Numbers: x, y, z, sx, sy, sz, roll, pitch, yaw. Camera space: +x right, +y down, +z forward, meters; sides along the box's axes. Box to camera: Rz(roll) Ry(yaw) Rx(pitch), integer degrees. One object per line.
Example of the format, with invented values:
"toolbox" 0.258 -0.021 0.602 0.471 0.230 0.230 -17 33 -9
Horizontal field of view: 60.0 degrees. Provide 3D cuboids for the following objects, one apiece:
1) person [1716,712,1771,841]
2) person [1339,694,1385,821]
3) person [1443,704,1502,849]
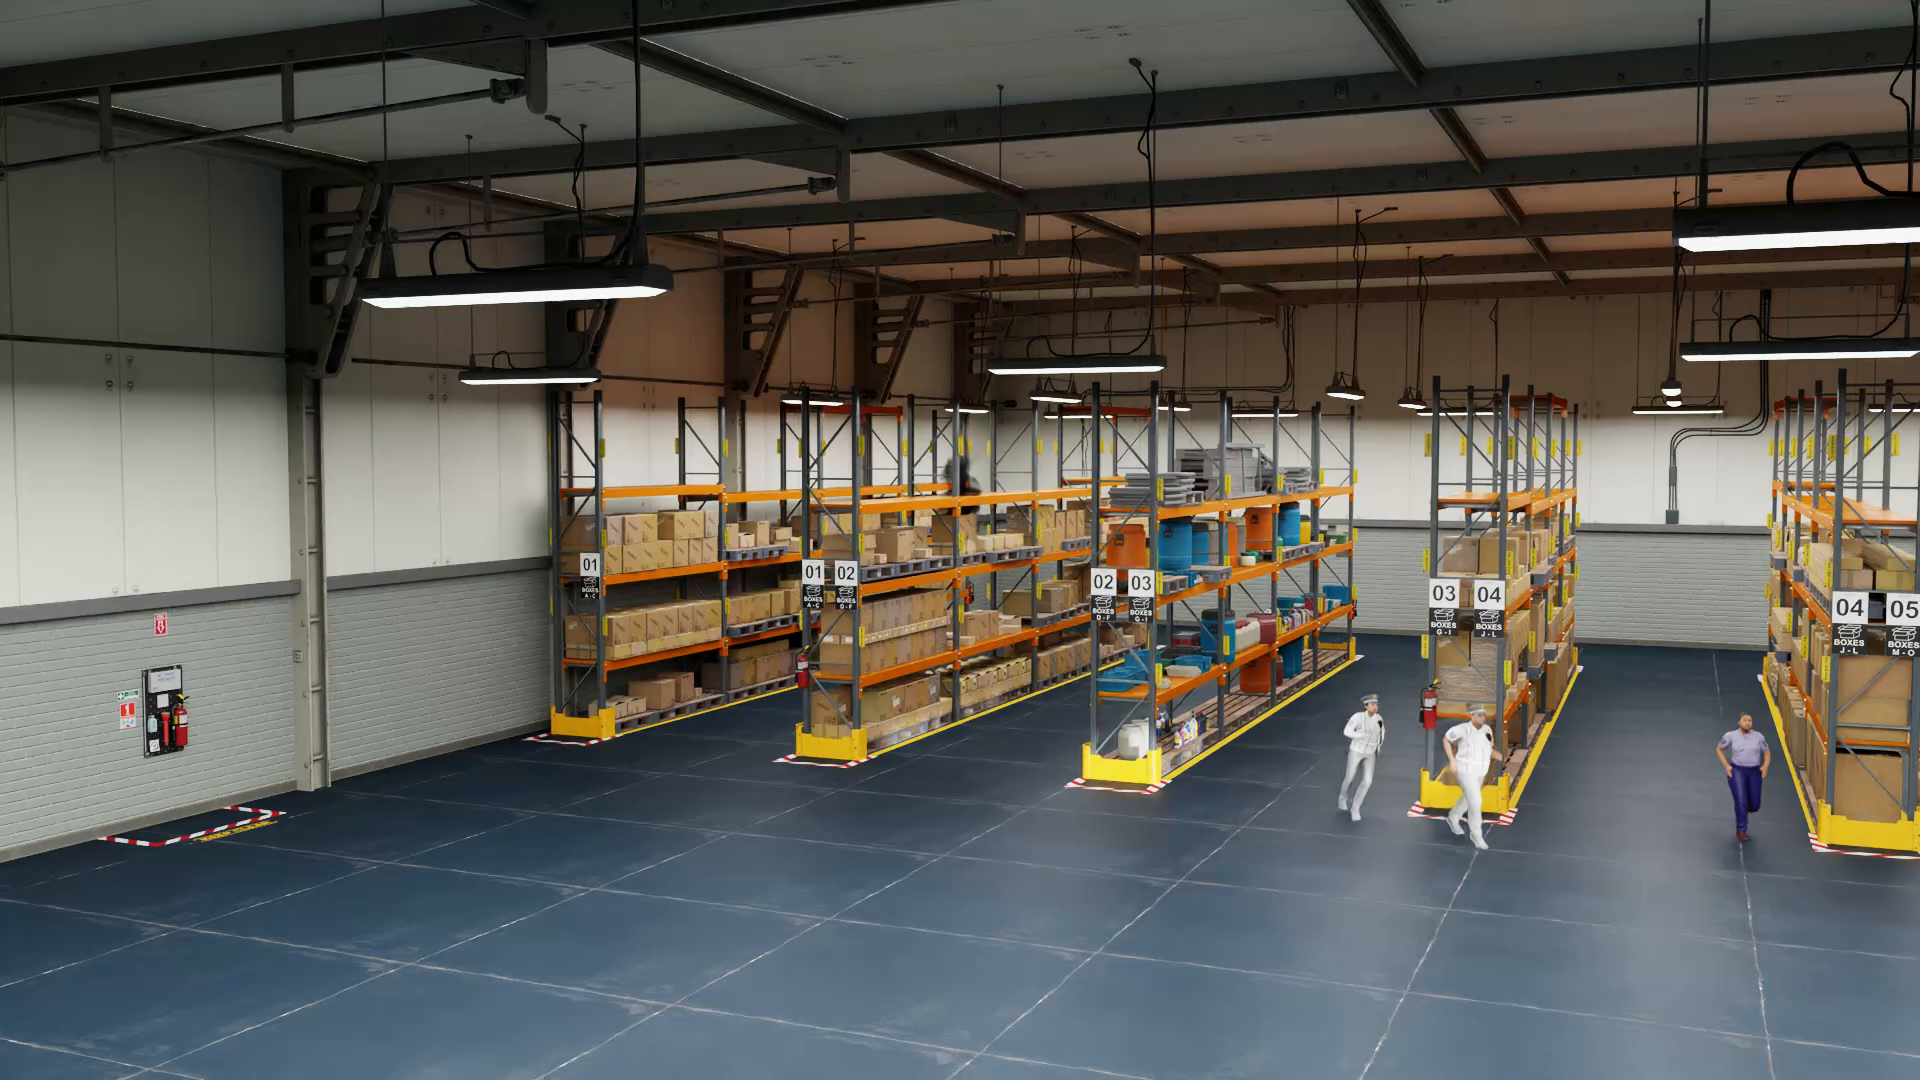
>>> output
"person" 10.083 3.011 21.415 0.641 1.611 0.702 0 3 9
"person" 5.508 2.927 22.603 0.622 1.711 0.703 0 3 0
"person" 6.495 2.969 21.144 0.587 1.829 0.924 -2 4 -29
